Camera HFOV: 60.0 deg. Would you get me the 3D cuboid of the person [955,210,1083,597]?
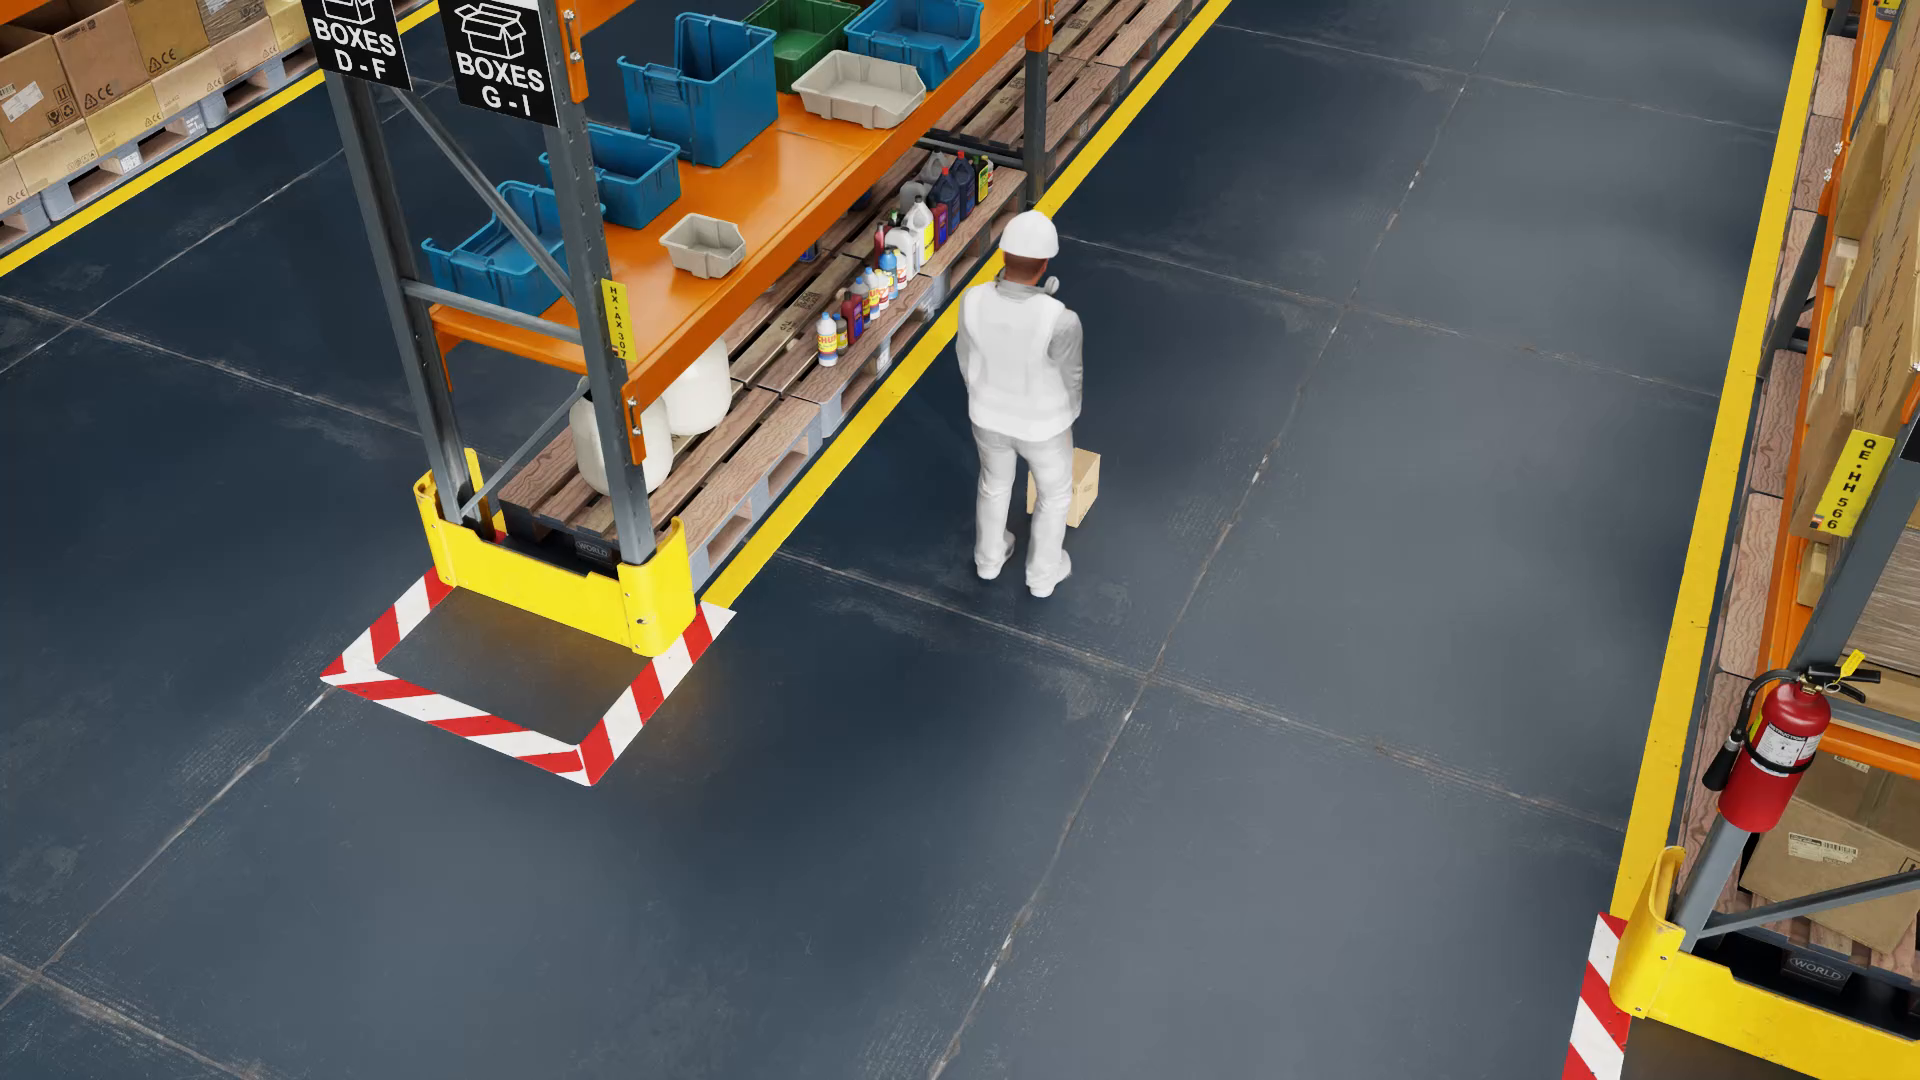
[{"bbox_3d":[0.241,-0.532,6.758,0.543,1.754,0.400,18,45,19],"label":"person"}]
